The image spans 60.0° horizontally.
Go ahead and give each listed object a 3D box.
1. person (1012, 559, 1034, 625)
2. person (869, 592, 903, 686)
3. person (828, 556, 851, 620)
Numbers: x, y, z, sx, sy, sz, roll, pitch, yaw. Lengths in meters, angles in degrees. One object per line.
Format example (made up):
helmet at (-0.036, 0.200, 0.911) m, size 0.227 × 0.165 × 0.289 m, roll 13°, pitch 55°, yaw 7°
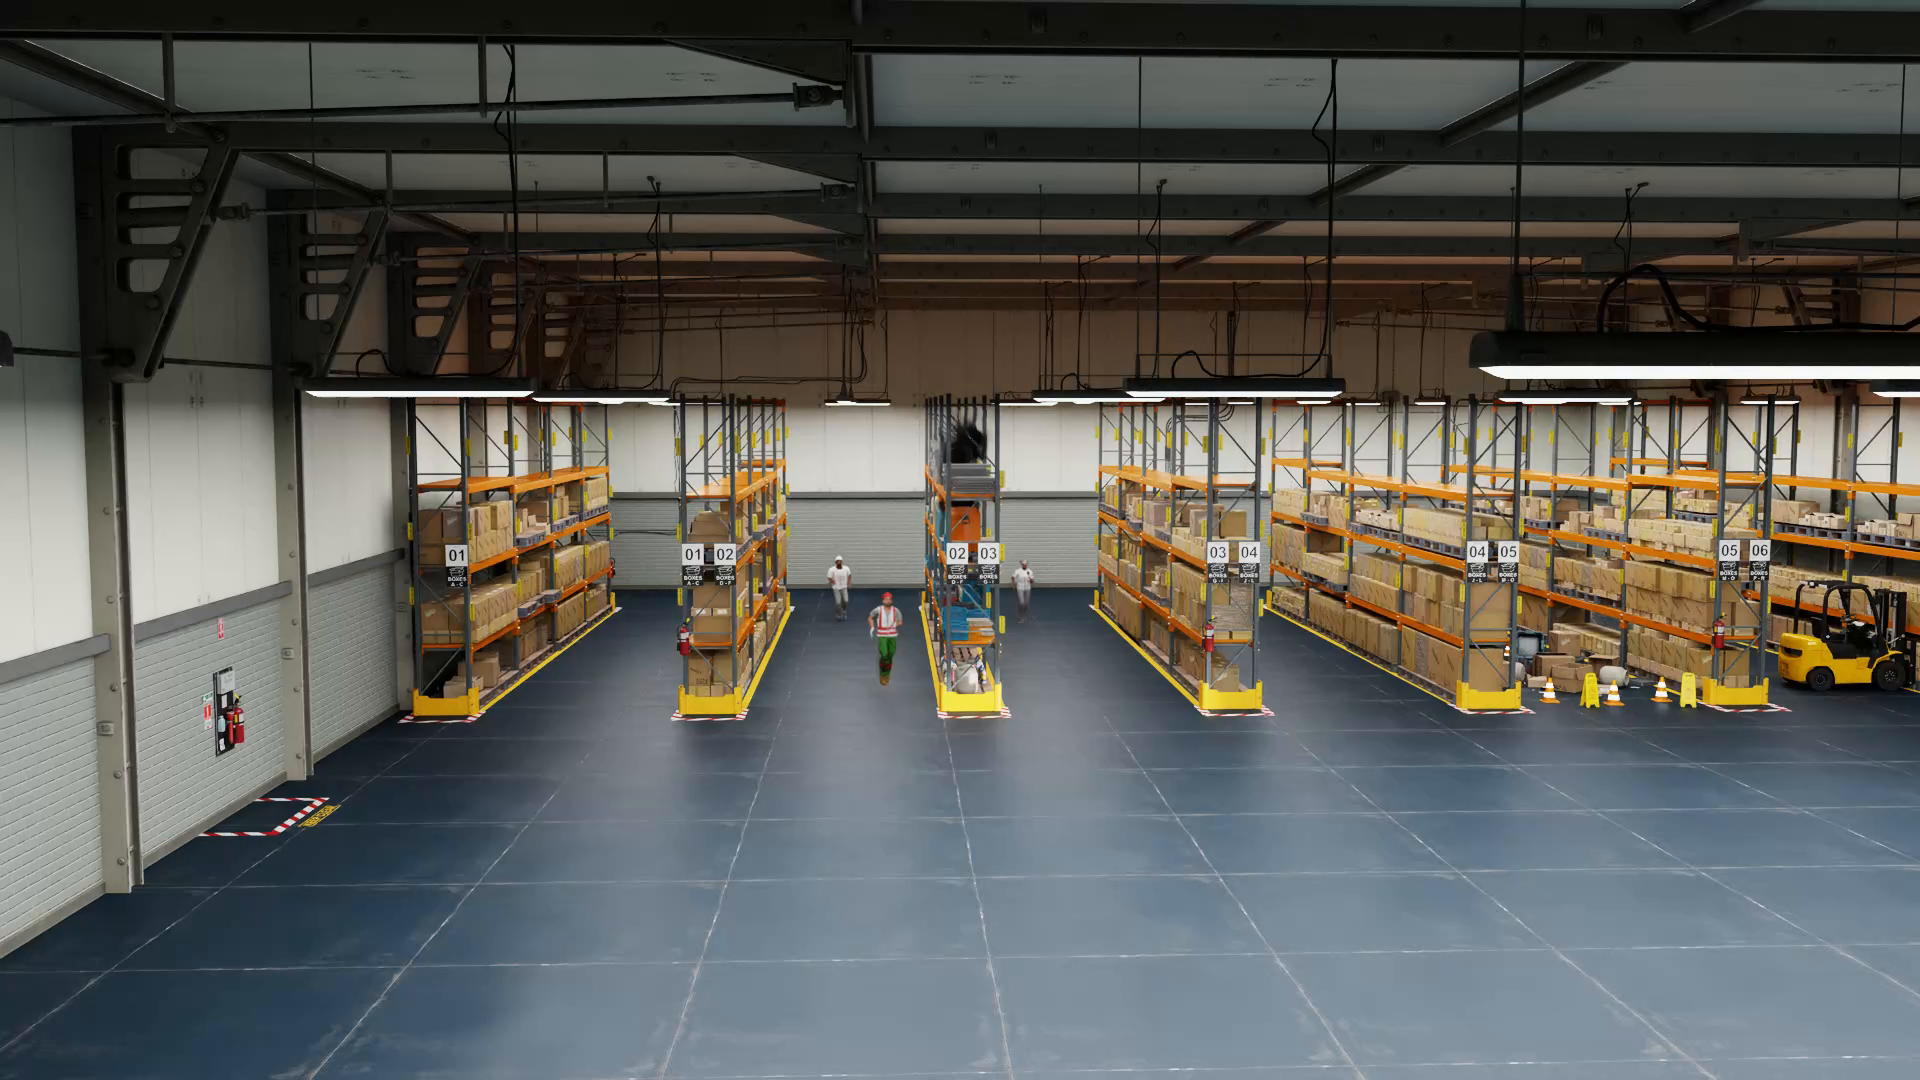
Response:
person at (1.700, 1.374, 44.427) m, size 0.549 × 1.761 × 0.765 m, roll -1°, pitch 5°, yaw -14°
person at (-1.441, 1.957, 32.887) m, size 0.641 × 1.836 × 0.690 m, roll -1°, pitch 5°, yaw -15°
person at (-3.230, 1.305, 44.874) m, size 0.672 × 1.746 × 0.657 m, roll -1°, pitch 5°, yaw -12°
